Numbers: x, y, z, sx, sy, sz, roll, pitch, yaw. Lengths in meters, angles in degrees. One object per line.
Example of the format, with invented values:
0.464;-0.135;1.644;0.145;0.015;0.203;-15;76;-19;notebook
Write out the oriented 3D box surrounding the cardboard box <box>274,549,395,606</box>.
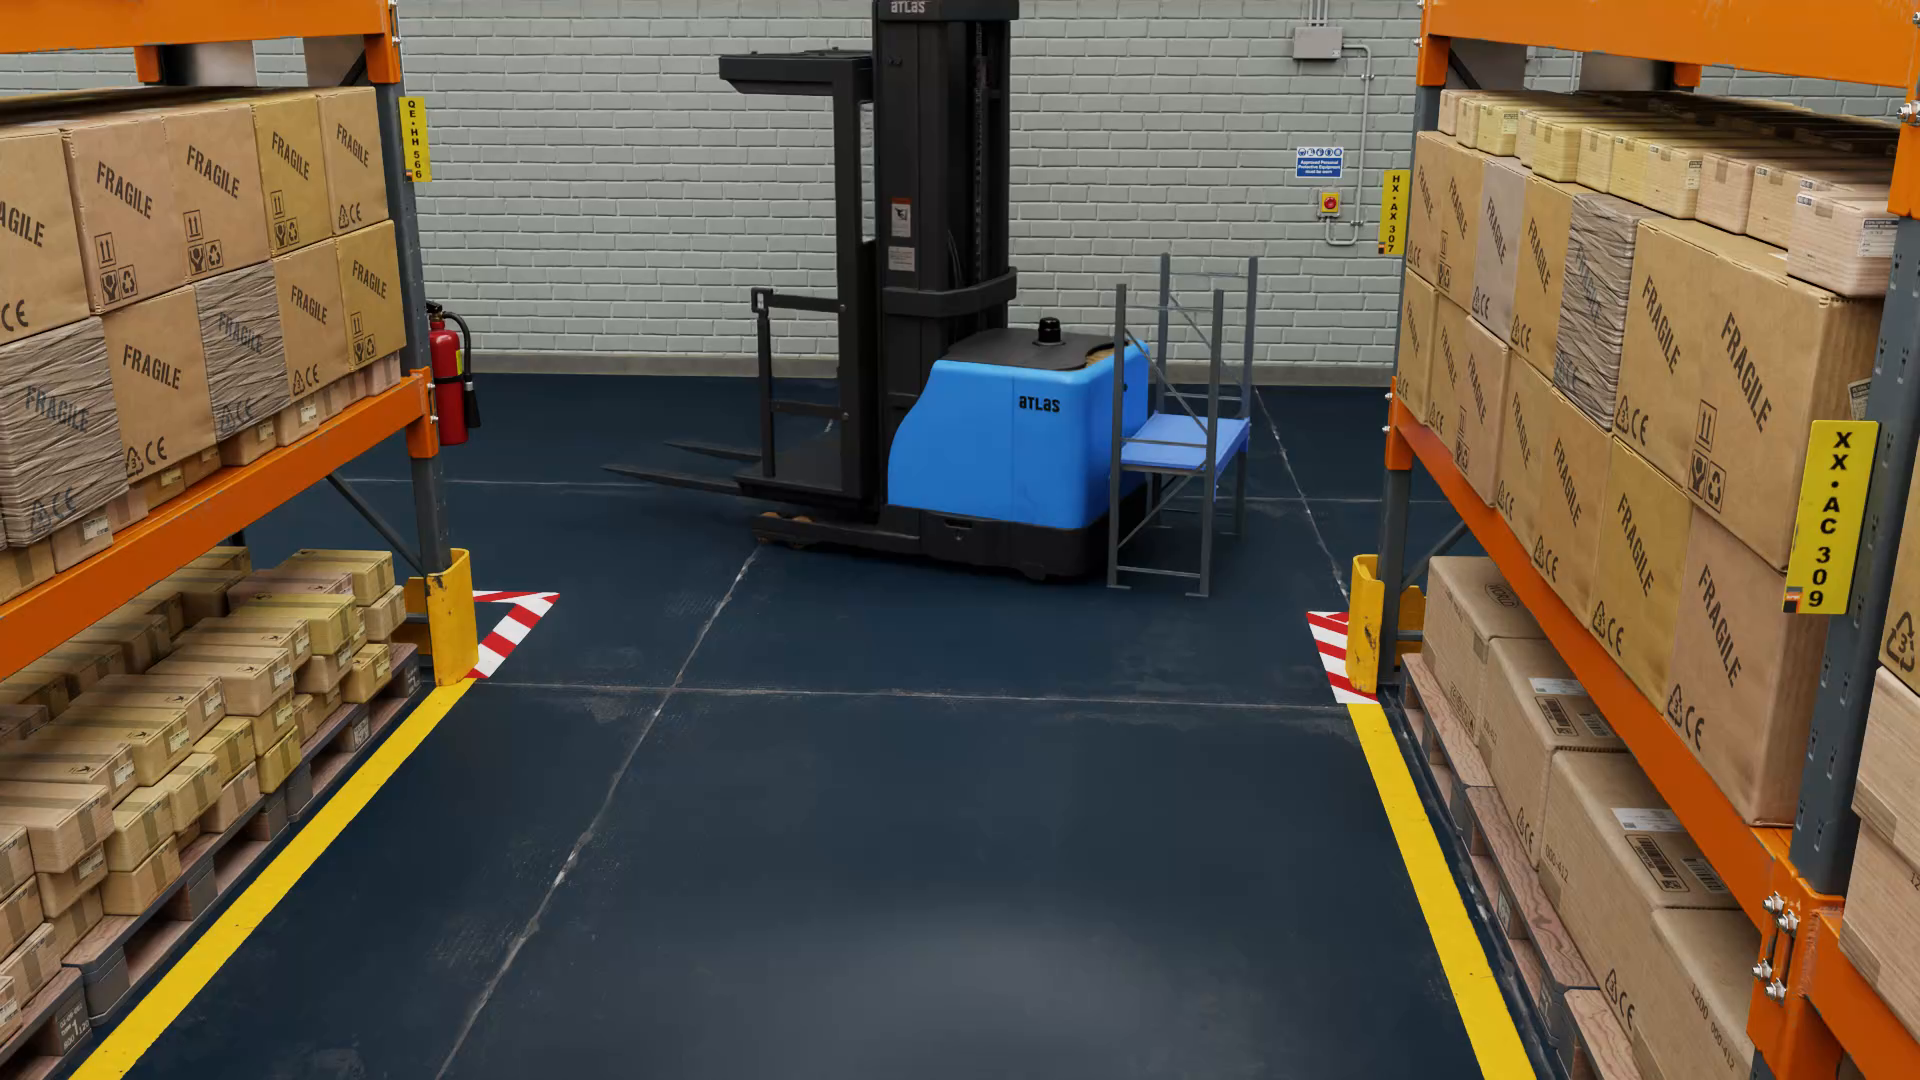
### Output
-2.482;0.148;6.603;0.380;0.149;0.250;1;18;5;cardboard box

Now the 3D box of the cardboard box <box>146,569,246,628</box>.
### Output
-2.973;0.221;6.379;0.380;0.149;0.250;2;18;5;cardboard box

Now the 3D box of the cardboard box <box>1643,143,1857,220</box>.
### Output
1.803;-0.821;3.804;0.380;0.149;0.250;1;18;3;cardboard box

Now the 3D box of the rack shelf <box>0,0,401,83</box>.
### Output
-2.840;-1.357;4.585;1.077;0.370;4.000;1;18;4;rack shelf

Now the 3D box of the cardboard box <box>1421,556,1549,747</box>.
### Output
2.300;0.410;6.296;0.875;0.438;0.875;1;18;2;cardboard box

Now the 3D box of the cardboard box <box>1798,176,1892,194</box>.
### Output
1.793;-0.586;3.087;0.380;0.149;0.250;2;18;5;cardboard box

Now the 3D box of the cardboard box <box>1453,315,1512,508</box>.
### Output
1.864;-0.405;5.181;0.500;0.500;0.500;1;18;4;cardboard box

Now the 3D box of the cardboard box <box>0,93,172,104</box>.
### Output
-3.024;-1.268;5.732;0.500;0.500;0.500;2;18;6;cardboard box

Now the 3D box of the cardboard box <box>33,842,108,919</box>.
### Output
-2.663;0.930;4.693;0.380;0.149;0.250;2;18;6;cardboard box

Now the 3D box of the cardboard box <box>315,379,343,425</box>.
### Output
-2.497;-0.513;6.075;0.380;0.149;0.250;1;18;3;cardboard box

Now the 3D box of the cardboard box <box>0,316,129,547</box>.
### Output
-2.596;-0.299;4.380;0.500;0.500;0.500;1;18;3;cardboard box

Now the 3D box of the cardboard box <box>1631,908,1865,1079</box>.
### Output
2.113;1.252;3.725;0.875;0.438;0.875;1;18;3;cardboard box

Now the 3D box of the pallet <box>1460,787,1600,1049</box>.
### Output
2.178;1.138;5.112;1.003;0.211;1.213;1;18;4;pallet

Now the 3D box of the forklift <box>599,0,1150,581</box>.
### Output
-0.553;-1.487;8.754;3.031;2.935;1.130;9;20;24;forklift

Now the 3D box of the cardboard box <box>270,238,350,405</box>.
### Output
-2.514;-0.778;5.843;0.500;0.500;0.500;1;18;3;cardboard box

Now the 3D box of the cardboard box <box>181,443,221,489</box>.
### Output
-2.619;-0.270;5.332;0.380;0.149;0.250;1;18;2;cardboard box

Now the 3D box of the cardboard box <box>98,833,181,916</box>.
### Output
-2.585;0.993;4.979;0.380;0.149;0.250;1;18;2;cardboard box

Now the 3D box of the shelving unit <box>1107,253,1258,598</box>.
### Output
1.129;-0.609;8.372;0.538;1.500;1.048;6;19;17;shelving unit

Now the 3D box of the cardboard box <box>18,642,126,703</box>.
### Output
-3.083;0.461;5.646;0.380;0.149;0.250;2;18;6;cardboard box

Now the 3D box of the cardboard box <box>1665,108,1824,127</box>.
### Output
2.344;-1.212;4.997;0.380;0.149;0.250;1;18;3;cardboard box

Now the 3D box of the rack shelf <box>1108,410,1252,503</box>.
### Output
1.129;-0.438;8.428;0.538;0.185;1.000;6;19;17;rack shelf

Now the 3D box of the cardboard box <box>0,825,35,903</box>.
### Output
-2.708;0.872;4.392;0.380;0.149;0.250;1;18;2;cardboard box

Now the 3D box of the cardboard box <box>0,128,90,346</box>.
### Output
-2.619;-0.768;4.206;0.500;0.500;0.500;2;18;5;cardboard box

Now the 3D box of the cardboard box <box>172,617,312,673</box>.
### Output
-2.531;0.387;5.873;0.380;0.149;0.250;1;18;2;cardboard box

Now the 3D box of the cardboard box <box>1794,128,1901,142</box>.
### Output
2.370;-0.969;4.255;0.380;0.149;0.250;1;18;4;cardboard box

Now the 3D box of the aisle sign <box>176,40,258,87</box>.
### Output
-2.991;-2.159;6.521;0.394;0.787;0.004;1;18;4;aisle sign

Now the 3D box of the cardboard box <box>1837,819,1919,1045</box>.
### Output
1.666;0.629;2.428;0.500;0.250;0.500;1;18;3;cardboard box

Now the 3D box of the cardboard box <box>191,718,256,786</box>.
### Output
-2.547;0.691;5.423;0.380;0.149;0.250;2;18;7;cardboard box

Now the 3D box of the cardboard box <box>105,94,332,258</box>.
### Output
-2.518;-1.254;5.688;0.500;0.500;0.500;1;18;2;cardboard box

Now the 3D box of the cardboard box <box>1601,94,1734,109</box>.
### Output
2.427;-1.451;5.726;0.380;0.149;0.250;2;18;5;cardboard box

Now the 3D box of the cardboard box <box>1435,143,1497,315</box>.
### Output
1.899;-1.035;5.498;0.500;0.500;0.500;1;18;2;cardboard box

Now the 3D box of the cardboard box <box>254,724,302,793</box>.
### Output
-2.509;0.749;5.725;0.380;0.149;0.250;0;18;1;cardboard box

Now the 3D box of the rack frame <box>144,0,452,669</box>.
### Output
-2.697;-0.895;6.836;1.000;3.000;0.127;1;18;4;rack frame

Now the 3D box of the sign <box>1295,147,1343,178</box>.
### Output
2.585;-2.716;11.960;0.327;0.218;0.001;1;18;4;sign

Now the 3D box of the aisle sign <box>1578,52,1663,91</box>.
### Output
2.562;-2.066;6.237;0.394;0.787;0.004;1;18;4;aisle sign

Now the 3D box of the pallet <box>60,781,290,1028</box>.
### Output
-2.886;1.083;5.277;1.003;0.211;1.213;1;18;4;pallet

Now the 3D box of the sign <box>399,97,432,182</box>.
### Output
-2.145;-1.576;6.550;0.100;0.325;0.005;1;18;4;sign

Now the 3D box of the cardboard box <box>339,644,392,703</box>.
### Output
-2.444;0.511;6.451;0.380;0.149;0.250;2;18;6;cardboard box

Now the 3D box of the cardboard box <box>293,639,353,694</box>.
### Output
-2.486;0.451;6.156;0.380;0.149;0.250;1;18;2;cardboard box

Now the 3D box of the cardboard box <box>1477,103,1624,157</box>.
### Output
1.864;-1.299;5.262;0.380;0.149;0.250;1;18;2;cardboard box

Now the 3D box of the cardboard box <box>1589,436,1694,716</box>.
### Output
1.771;0.070;3.733;0.500;0.500;0.500;1;18;3;cardboard box

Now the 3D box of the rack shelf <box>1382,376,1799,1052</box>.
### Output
2.104;0.147;4.811;1.077;0.370;4.000;1;18;4;rack shelf

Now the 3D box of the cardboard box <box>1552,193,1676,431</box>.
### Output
1.791;-0.564;4.062;0.500;0.500;0.500;2;18;5;cardboard box

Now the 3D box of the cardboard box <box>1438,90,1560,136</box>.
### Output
1.946;-1.542;6.005;0.380;0.149;0.250;2;18;5;cardboard box

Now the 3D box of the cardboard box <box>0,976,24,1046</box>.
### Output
-2.652;1.236;4.238;0.380;0.149;0.250;1;18;4;cardboard box

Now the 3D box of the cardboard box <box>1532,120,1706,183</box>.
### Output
1.793;-1.062;4.538;0.380;0.149;0.250;1;18;3;cardboard box

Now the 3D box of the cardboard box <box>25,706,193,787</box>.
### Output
-2.615;0.633;5.123;0.380;0.149;0.250;1;18;4;cardboard box

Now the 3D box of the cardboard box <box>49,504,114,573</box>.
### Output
-2.591;-0.024;4.582;0.380;0.149;0.250;2;18;6;cardboard box
